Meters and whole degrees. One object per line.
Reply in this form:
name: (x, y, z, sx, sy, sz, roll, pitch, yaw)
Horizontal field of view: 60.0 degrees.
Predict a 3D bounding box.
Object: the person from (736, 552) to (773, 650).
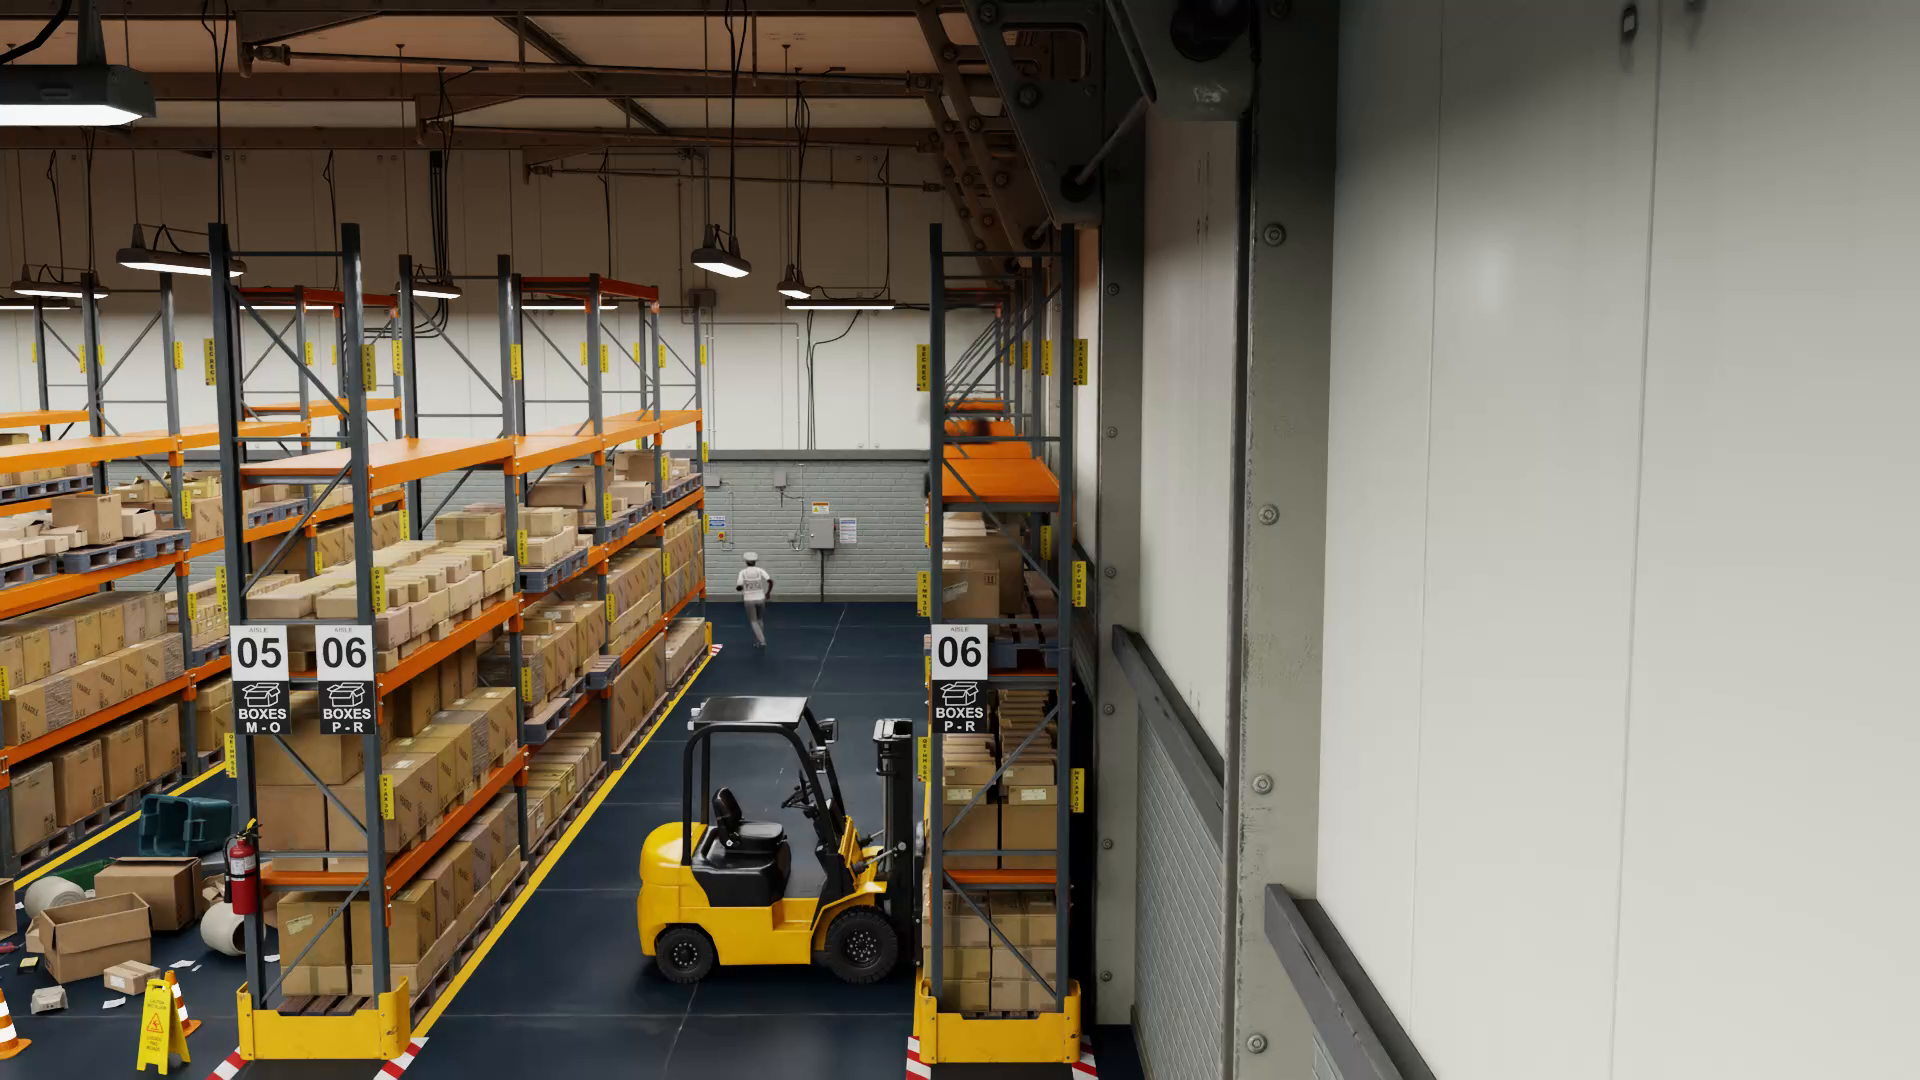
person: (-3.515, 1.048, 28.214, 0.599, 1.701, 0.847, -3, 7, -23)
